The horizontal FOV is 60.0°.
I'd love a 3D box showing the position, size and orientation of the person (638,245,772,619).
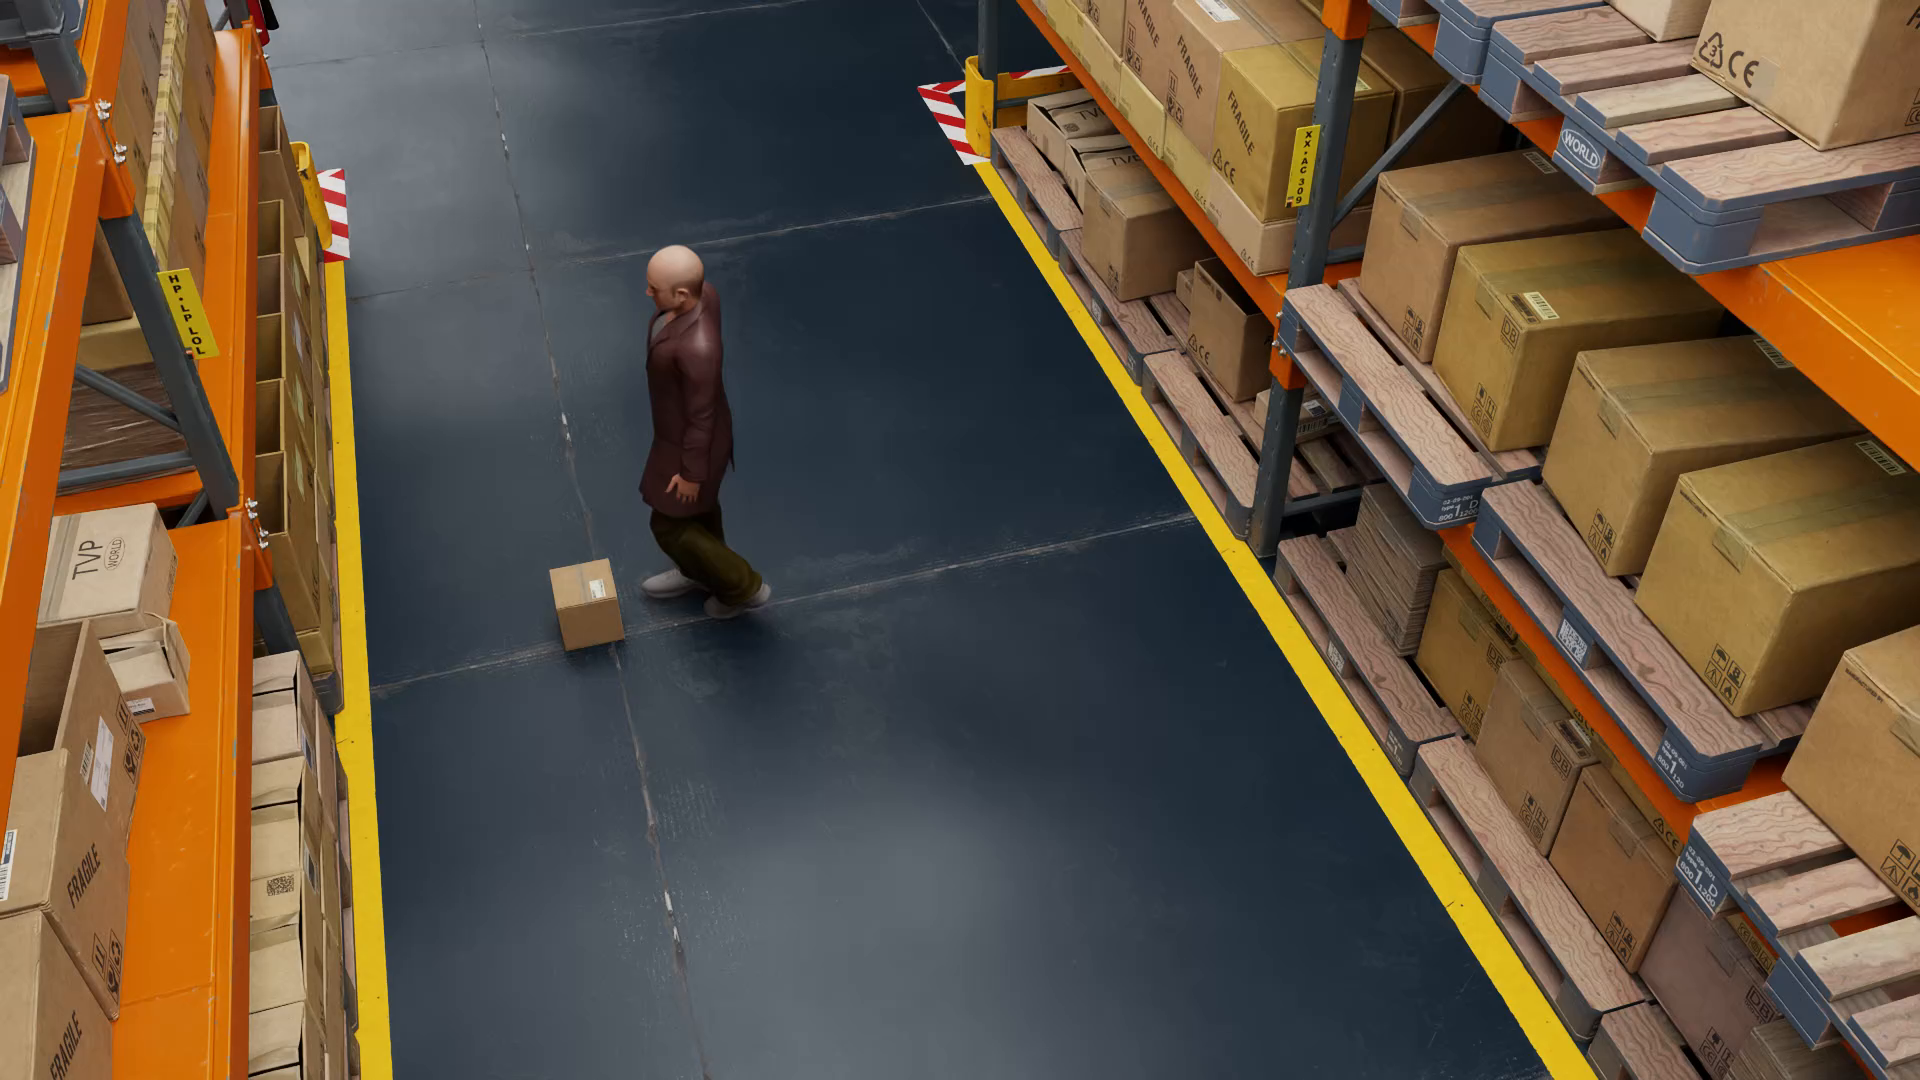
[{"bbox_3d":[-1.109,-0.401,6.623,0.526,1.794,0.623,-4,42,-5],"label":"person"}]
